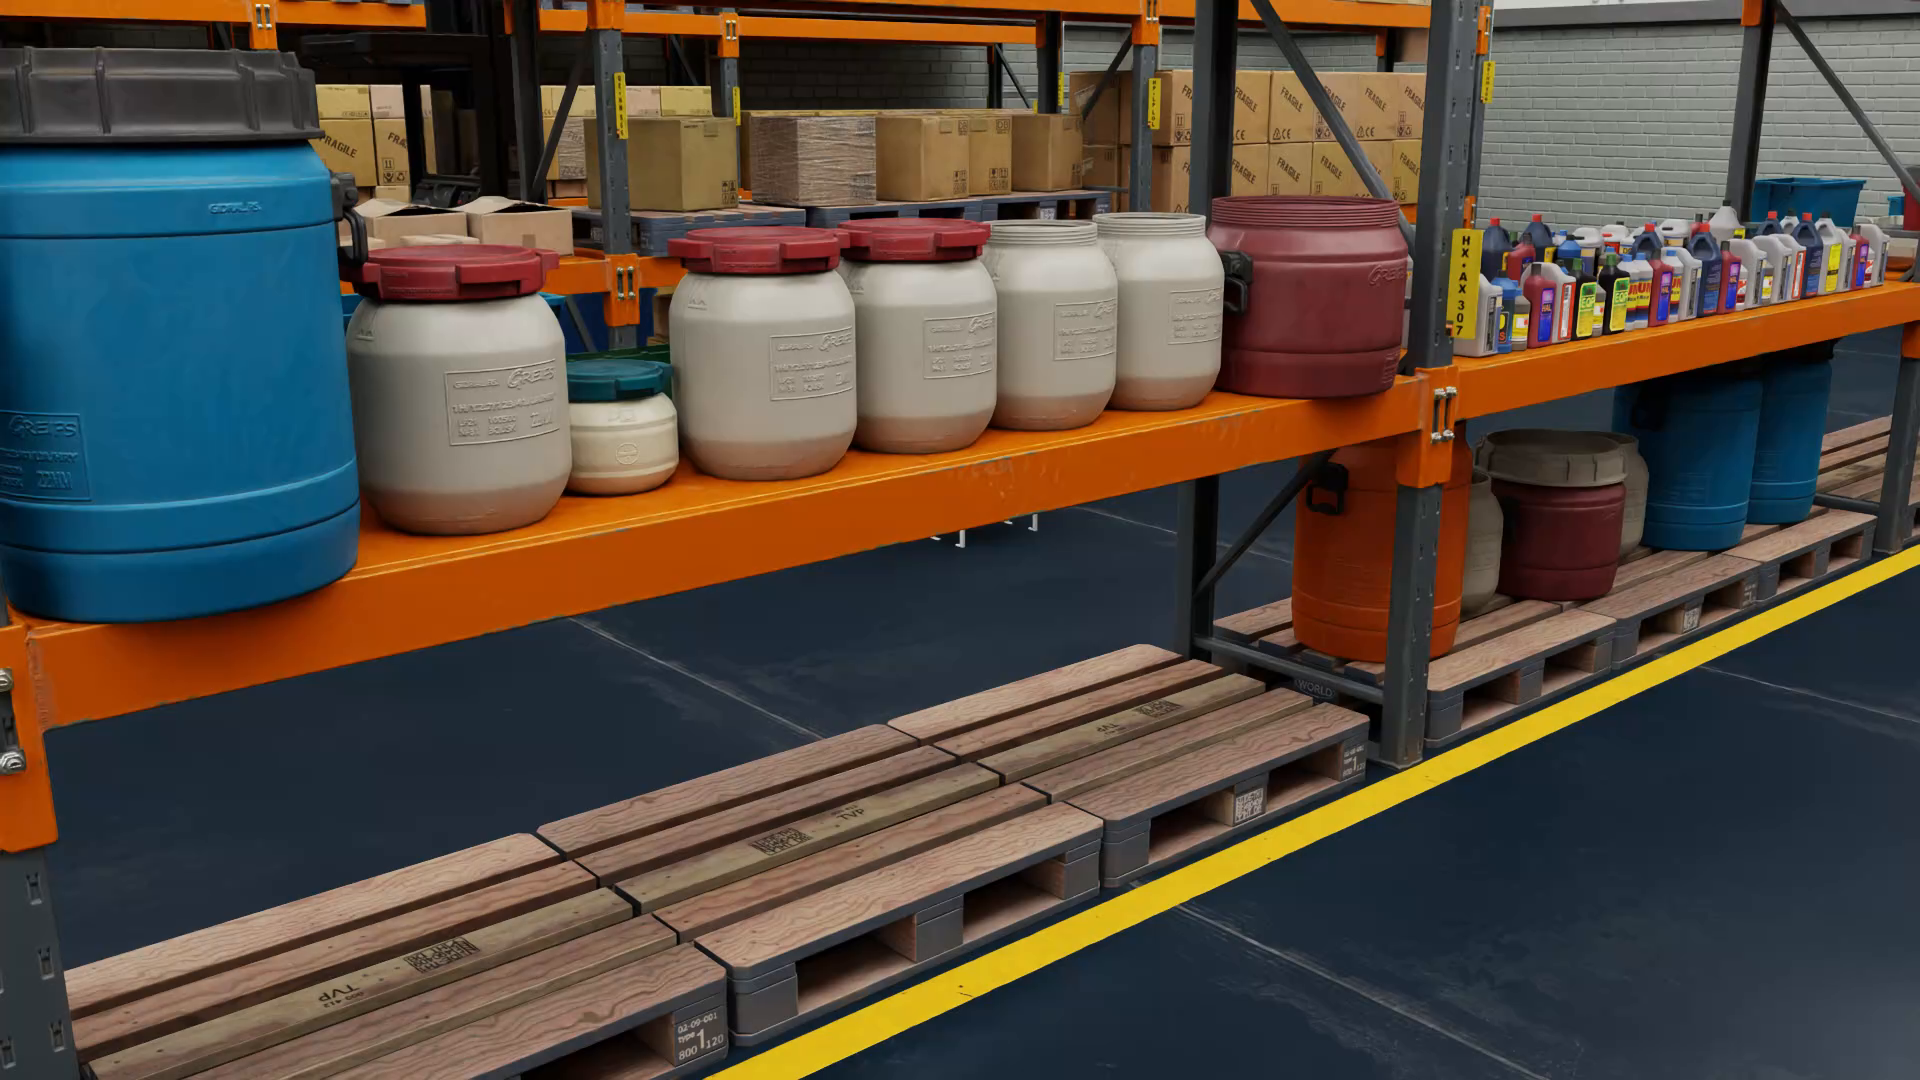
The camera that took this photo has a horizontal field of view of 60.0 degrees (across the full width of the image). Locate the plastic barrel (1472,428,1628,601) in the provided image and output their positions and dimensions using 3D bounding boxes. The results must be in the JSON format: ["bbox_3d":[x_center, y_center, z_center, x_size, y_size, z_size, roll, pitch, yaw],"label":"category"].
[{"bbox_3d":[2.362,-0.114,6.724,0.708,0.588,0.600,-13,19,-39],"label":"plastic barrel"}]

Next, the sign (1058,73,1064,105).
[{"bbox_3d":[1.029,-4.649,17.138,0.005,0.325,0.100,-13,19,-39],"label":"sign"}]

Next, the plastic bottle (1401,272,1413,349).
[{"bbox_3d":[1.591,-0.779,5.594,0.135,0.276,0.152,-13,19,-39],"label":"plastic bottle"}]

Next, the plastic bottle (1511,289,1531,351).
[{"bbox_3d":[1.869,-0.744,5.608,0.097,0.201,0.097,0,15,0],"label":"plastic bottle"}]

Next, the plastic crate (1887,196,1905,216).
[{"bbox_3d":[5.565,-1.850,9.573,0.300,0.233,0.416,-13,19,-39],"label":"plastic crate"}]

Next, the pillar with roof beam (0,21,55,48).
[{"bbox_3d":[-4.074,-4.736,8.543,0.400,9.000,9.100,-13,19,-39],"label":"pillar with roof beam"}]

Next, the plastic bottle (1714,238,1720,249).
[{"bbox_3d":[3.056,-1.096,6.791,0.097,0.271,0.097,0,15,0],"label":"plastic bottle"}]

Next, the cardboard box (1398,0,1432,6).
[{"bbox_3d":[3.339,-4.275,12.919,0.500,0.250,0.500,-13,19,-39],"label":"cardboard box"}]

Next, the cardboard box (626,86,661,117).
[{"bbox_3d":[-2.910,-3.755,14.235,0.500,0.250,0.500,-12,19,-38],"label":"cardboard box"}]

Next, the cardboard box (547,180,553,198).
[{"bbox_3d":[-3.598,-2.932,13.860,0.250,0.149,0.380,-12,19,-38],"label":"cardboard box"}]

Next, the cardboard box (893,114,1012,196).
[{"bbox_3d":[-0.061,-2.527,10.890,0.500,0.500,0.700,-9,17,-31],"label":"cardboard box"}]

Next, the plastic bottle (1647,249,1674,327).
[{"bbox_3d":[2.592,-0.940,6.181,0.133,0.283,0.061,-13,19,-39],"label":"plastic bottle"}]

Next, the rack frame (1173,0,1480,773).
[{"bbox_3d":[1.152,-0.799,5.428,0.127,3.000,1.000,-13,19,-39],"label":"rack frame"}]

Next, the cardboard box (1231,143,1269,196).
[{"bbox_3d":[1.868,-2.610,12.016,0.500,0.500,0.500,-12,19,-38],"label":"cardboard box"}]

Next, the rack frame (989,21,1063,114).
[{"bbox_3d":[0.684,-4.083,17.722,0.127,3.000,1.000,-13,19,-39],"label":"rack frame"}]

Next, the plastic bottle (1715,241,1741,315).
[{"bbox_3d":[3.007,-1.033,6.530,0.133,0.283,0.061,-13,19,-39],"label":"plastic bottle"}]

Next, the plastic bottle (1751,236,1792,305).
[{"bbox_3d":[3.327,-1.117,6.858,0.135,0.276,0.152,-13,19,-39],"label":"plastic bottle"}]

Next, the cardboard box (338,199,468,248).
[{"bbox_3d":[-2.899,-1.607,8.626,0.500,0.311,0.500,-13,20,-40],"label":"cardboard box"}]

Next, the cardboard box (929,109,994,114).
[{"bbox_3d":[-0.236,-4.014,16.883,0.700,0.700,0.980,-13,20,-40],"label":"cardboard box"}]

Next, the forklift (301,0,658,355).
[{"bbox_3d":[-3.524,-2.195,10.788,3.031,2.935,1.130,-13,20,-40],"label":"forklift"}]

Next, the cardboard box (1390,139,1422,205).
[{"bbox_3d":[3.390,-2.950,13.287,0.500,0.500,0.500,-12,19,-39],"label":"cardboard box"}]

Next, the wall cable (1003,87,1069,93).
[{"bbox_3d":[1.029,-4.975,19.092,1.851,1.984,0.084,-13,19,-39],"label":"wall cable"}]

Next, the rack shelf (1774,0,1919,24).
[{"bbox_3d":[5.678,-2.917,8.939,4.000,0.370,1.077,-13,19,-39],"label":"rack shelf"}]

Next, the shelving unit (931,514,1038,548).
[{"bbox_3d":[0.125,-0.608,8.200,0.503,1.200,0.258,-13,19,-39],"label":"shelving unit"}]

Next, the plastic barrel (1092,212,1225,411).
[{"bbox_3d":[0.516,-0.637,4.605,0.421,0.512,0.421,0,15,0],"label":"plastic barrel"}]

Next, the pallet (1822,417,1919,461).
[{"bbox_3d":[5.619,-0.469,9.597,1.213,0.211,1.003,-13,19,-39],"label":"pallet"}]

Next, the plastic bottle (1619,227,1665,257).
[{"bbox_3d":[2.971,-1.226,7.267,0.135,0.276,0.152,-13,19,-39],"label":"plastic bottle"}]

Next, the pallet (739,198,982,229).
[{"bbox_3d":[-0.633,-2.001,10.302,1.213,0.211,1.003,-13,19,-39],"label":"pallet"}]

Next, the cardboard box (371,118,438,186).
[{"bbox_3d":[-4.416,-3.049,13.041,0.500,0.500,0.500,-12,19,-38],"label":"cardboard box"}]

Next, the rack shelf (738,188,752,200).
[{"bbox_3d":[-0.825,-3.396,16.546,4.000,0.370,1.077,-13,19,-39],"label":"rack shelf"}]

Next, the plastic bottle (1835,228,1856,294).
[{"bbox_3d":[3.809,-1.225,7.263,0.135,0.276,0.152,-13,19,-39],"label":"plastic bottle"}]

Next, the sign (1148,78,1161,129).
[{"bbox_3d":[1.288,-2.893,11.026,0.005,0.325,0.100,-13,19,-39],"label":"sign"}]

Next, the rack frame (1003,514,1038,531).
[{"bbox_3d":[0.309,-0.649,8.355,0.015,1.200,0.240,-13,19,-39],"label":"rack frame"}]

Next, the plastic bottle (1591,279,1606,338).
[{"bbox_3d":[2.246,-0.828,5.924,0.097,0.201,0.097,0,15,0],"label":"plastic bottle"}]

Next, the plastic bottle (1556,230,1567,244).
[{"bbox_3d":[2.591,-1.200,7.177,0.097,0.271,0.097,0,15,0],"label":"plastic bottle"}]

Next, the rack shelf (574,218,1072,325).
[{"bbox_3d":[-0.588,-1.755,10.402,4.000,0.370,1.077,-13,19,-39],"label":"rack shelf"}]

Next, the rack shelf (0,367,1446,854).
[{"bbox_3d":[-0.357,-0.112,4.252,4.000,0.370,1.077,-13,19,-39],"label":"rack shelf"}]

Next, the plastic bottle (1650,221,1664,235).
[{"bbox_3d":[3.189,-1.334,7.680,0.097,0.271,0.097,0,15,0],"label":"plastic bottle"}]

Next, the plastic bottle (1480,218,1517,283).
[{"bbox_3d":[2.187,-1.139,6.797,0.185,0.351,0.144,-13,19,-39],"label":"plastic bottle"}]

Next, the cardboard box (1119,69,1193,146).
[{"bbox_3d":[1.461,-2.998,11.529,0.500,0.500,0.500,-12,19,-38],"label":"cardboard box"}]

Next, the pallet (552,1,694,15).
[{"bbox_3d":[-2.993,-4.597,14.205,1.217,0.209,0.805,-14,20,-42],"label":"pallet"}]

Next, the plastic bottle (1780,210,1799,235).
[{"bbox_3d":[3.596,-1.261,7.255,0.185,0.351,0.144,-13,19,-39],"label":"plastic bottle"}]

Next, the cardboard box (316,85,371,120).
[{"bbox_3d":[-4.818,-3.323,12.616,0.500,0.250,0.500,-12,19,-38],"label":"cardboard box"}]

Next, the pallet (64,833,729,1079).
[{"bbox_3d":[-1.299,1.085,3.777,1.213,0.211,1.003,-13,19,-39],"label":"pallet"}]

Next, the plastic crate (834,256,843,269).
[{"bbox_3d":[-0.268,-0.615,4.618,0.583,0.464,0.402,-13,19,-39],"label":"plastic crate"}]

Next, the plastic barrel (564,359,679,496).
[{"bbox_3d":[-0.767,-0.249,3.636,0.301,0.262,0.301,0,15,0],"label":"plastic barrel"}]

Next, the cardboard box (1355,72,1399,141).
[{"bbox_3d":[3.014,-3.347,12.836,0.500,0.500,0.500,-12,19,-38],"label":"cardboard box"}]

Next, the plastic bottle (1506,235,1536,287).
[{"bbox_3d":[2.273,-1.091,6.747,0.133,0.283,0.061,-13,19,-39],"label":"plastic bottle"}]

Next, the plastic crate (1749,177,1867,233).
[{"bbox_3d":[4.298,-1.643,8.504,0.575,0.384,0.392,-13,19,-39],"label":"plastic crate"}]
